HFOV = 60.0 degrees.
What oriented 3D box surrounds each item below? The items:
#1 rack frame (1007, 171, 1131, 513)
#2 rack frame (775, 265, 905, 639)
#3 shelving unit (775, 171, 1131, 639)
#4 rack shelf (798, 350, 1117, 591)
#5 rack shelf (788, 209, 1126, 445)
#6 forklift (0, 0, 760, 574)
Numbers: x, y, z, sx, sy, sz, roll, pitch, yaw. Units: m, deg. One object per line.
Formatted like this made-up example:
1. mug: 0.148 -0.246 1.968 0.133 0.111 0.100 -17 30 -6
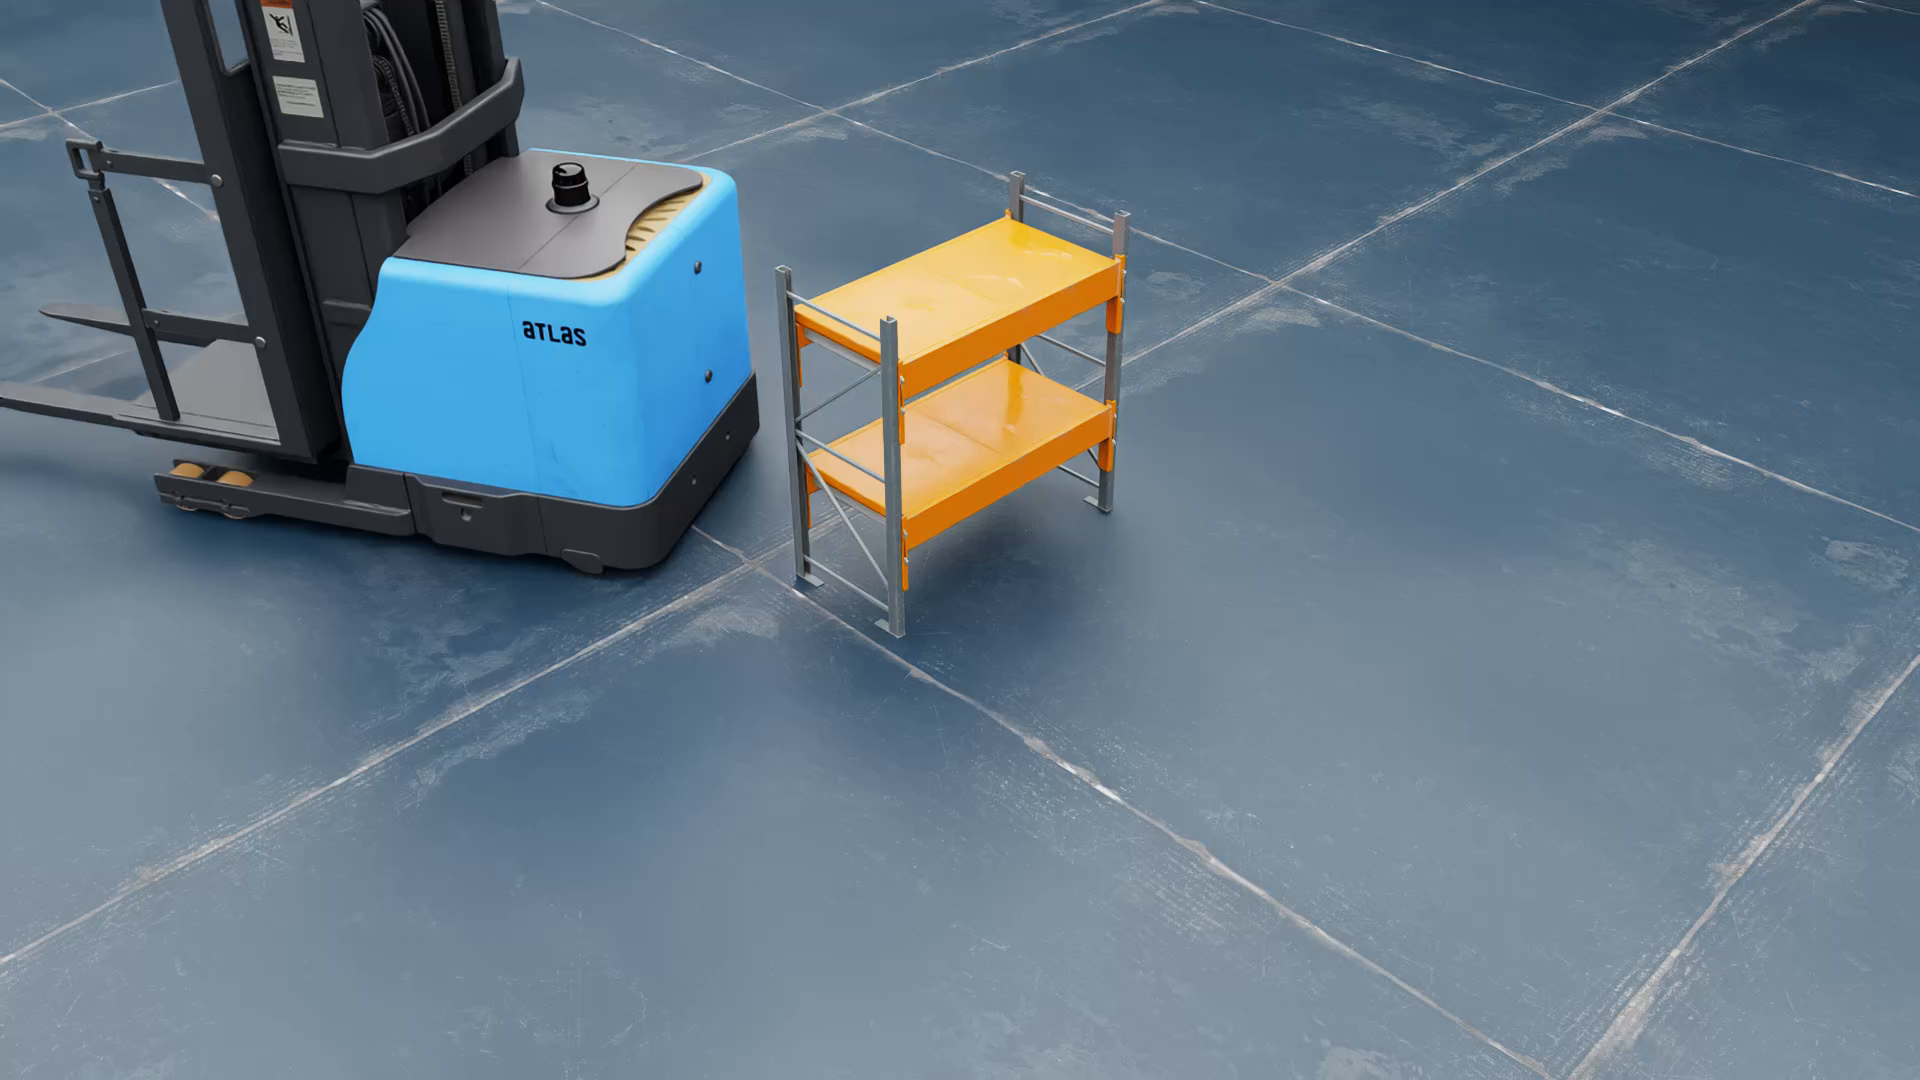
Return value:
1. rack frame: 0.353 -0.665 5.720 0.500 1.125 0.032 30 45 35
2. rack frame: -0.363 -0.252 5.128 0.500 1.125 0.032 30 45 35
3. shelving unit: -0.005 -0.459 5.424 0.538 1.125 1.048 30 45 35
4. rack shelf: -0.005 -0.258 5.564 0.538 0.278 1.000 30 45 35
5. rack shelf: -0.005 -0.699 5.257 0.538 0.278 1.000 30 45 35
6. forklift: -2.325 -1.555 5.418 3.031 2.935 1.130 9 36 13
